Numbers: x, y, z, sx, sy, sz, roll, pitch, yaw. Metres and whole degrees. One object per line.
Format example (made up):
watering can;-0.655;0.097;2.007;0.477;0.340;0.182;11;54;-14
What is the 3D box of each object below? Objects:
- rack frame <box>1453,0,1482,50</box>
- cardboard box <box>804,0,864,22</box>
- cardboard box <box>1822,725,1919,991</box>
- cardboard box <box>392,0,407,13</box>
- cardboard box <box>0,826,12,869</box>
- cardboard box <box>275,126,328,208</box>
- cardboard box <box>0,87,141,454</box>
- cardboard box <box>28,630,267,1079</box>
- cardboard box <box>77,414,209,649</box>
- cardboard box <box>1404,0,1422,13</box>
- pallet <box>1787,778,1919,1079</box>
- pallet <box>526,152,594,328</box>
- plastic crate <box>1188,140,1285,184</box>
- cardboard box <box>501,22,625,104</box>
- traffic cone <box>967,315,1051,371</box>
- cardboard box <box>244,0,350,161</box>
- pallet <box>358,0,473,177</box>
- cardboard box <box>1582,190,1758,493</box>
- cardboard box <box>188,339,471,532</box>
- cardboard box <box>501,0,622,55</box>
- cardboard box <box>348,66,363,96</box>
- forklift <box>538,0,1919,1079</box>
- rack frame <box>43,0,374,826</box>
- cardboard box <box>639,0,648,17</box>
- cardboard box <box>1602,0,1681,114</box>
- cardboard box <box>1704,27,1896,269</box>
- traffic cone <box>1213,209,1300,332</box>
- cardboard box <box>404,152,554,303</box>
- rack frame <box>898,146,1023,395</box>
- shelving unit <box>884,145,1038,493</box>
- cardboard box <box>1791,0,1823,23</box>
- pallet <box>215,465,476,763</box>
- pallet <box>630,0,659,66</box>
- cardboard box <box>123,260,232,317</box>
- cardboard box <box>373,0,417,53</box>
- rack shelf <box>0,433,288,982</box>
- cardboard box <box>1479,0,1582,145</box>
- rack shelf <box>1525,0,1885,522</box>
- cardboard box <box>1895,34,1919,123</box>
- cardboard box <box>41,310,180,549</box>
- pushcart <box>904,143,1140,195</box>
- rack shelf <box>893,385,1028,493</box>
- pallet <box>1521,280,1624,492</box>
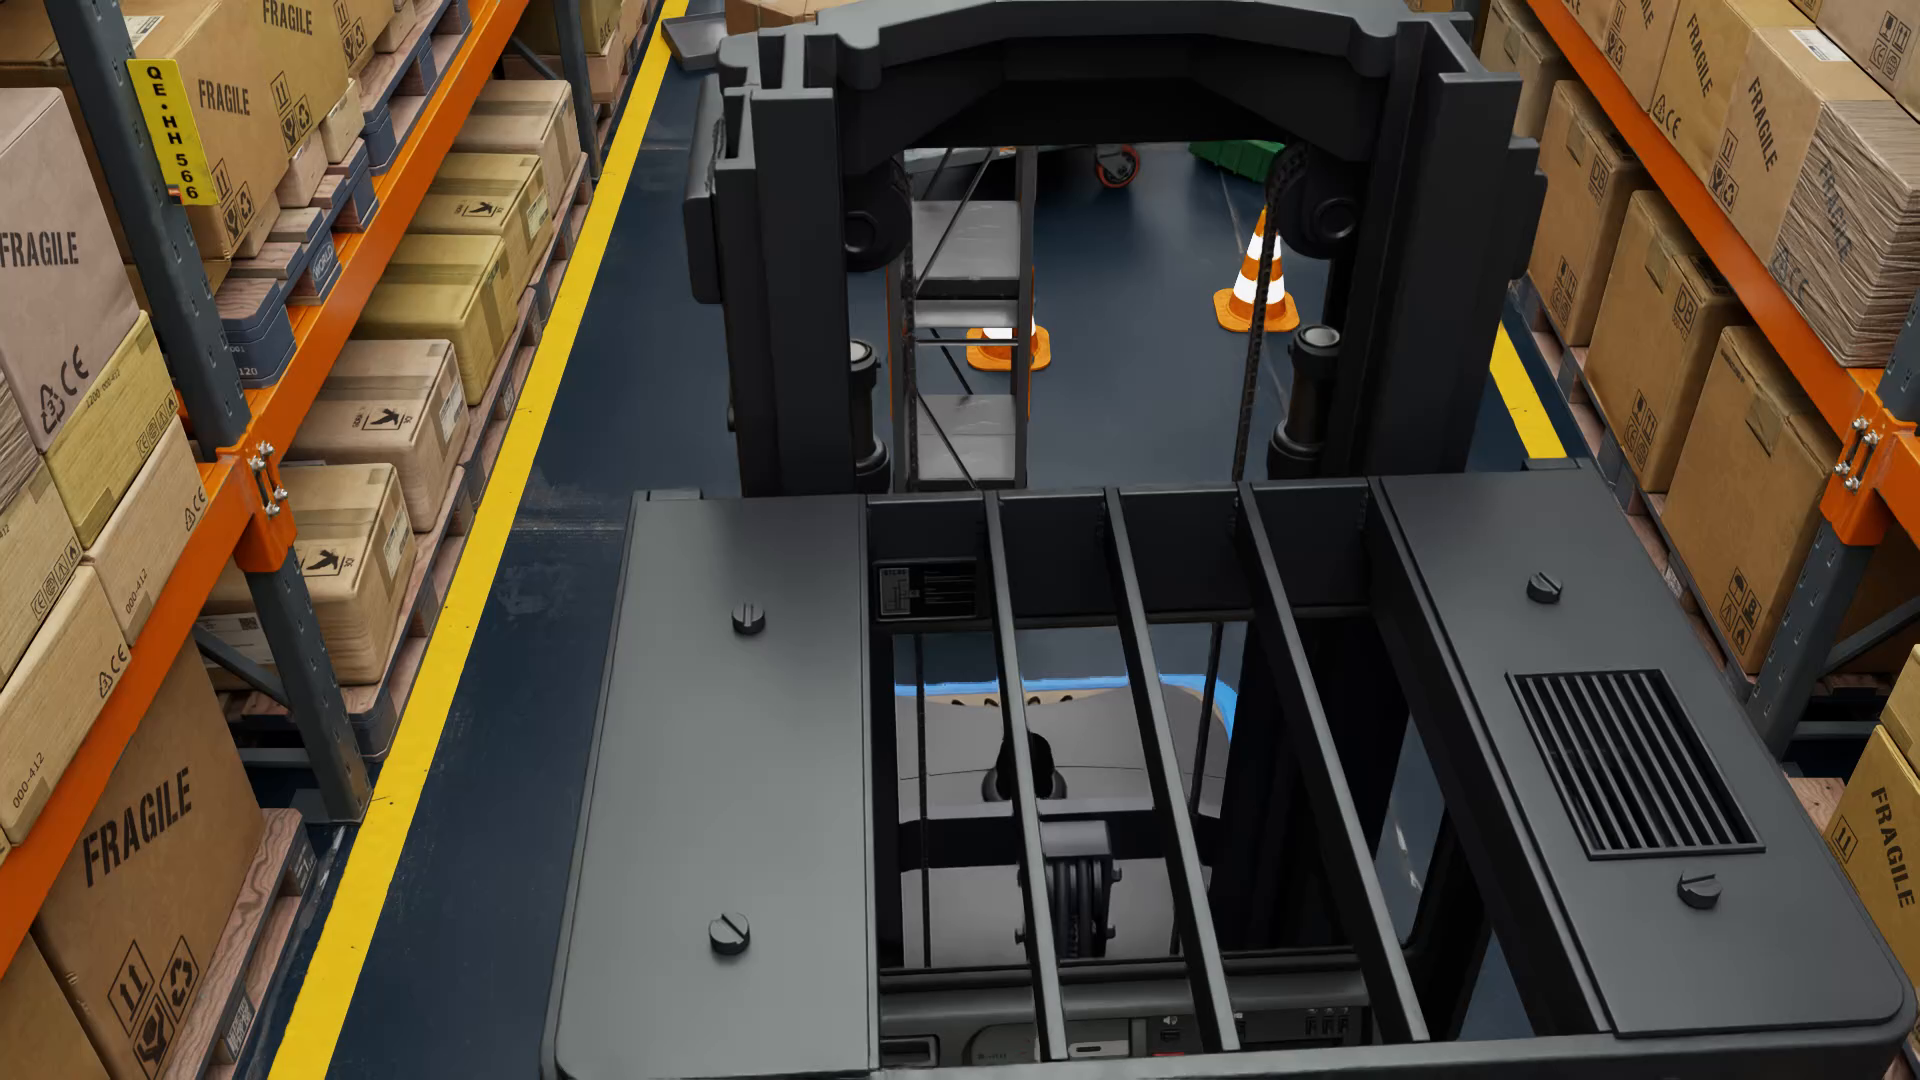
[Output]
rack frame;2.743;-2.965;7.051;1.000;3.000;0.127;0;39;0
cardboard box;-0.427;-2.238;7.537;0.500;0.500;0.500;0;39;0
cardboard box;2.493;0.791;4.028;0.500;0.500;0.500;-2;39;-2
cardboard box;-1.980;-1.968;5.153;0.500;0.500;0.500;-1;39;-2
cardboard box;-1.942;0.612;2.707;0.500;0.250;0.500;0;39;-1
cardboard box;-1.938;-1.014;4.481;0.380;0.149;0.250;-2;39;-3
cardboard box;-1.941;-0.503;3.099;0.500;0.500;0.500;-1;39;-1
cardboard box;-2.285;0.701;3.840;0.875;0.875;0.875;0;39;0
cardboard box;-1.942;-0.022;3.499;0.500;0.250;0.500;-1;39;-2
cardboard box;2.807;-3.256;8.778;0.875;0.875;0.875;0;39;0
pallet;2.747;1.114;4.192;1.003;0.211;1.213;0;39;0
pallet;-2.205;-1.323;7.232;1.003;0.211;1.213;0;39;0
plastic crate;1.432;-1.998;8.047;0.450;0.188;0.662;27;45;16
cardboard box;-1.938;-2.358;8.157;0.500;0.250;0.500;-2;39;-2
traffic cone;0.194;-0.953;6.569;0.336;0.463;0.334;0;39;0
cardboard box;-1.979;-1.323;4.349;0.500;0.500;0.500;2;39;2
pallet;-2.246;-1.560;5.451;1.003;0.211;1.213;0;39;0
cardboard box;2.832;-0.677;5.659;1.050;0.750;0.750;1;39;1
cardboard box;-2.202;-0.350;5.553;0.950;0.372;0.625;-1;39;-1
cardboard box;-1.938;-2.651;7.922;0.500;0.500;0.500;2;39;2
cardboard box;-1.996;-1.336;4.884;0.380;0.149;0.250;2;39;3
forklift;0.194;0.917;2.262;1.130;2.935;3.031;-2;39;-3
rack frame;-2.203;-0.397;3.846;1.000;3.000;0.127;0;39;0
cardboard box;-1.953;-3.024;8.987;0.500;0.250;0.500;-1;39;-1
cardboard box;2.474;-1.729;5.429;0.500;0.500;0.500;1;39;1
cardboard box;2.479;-1.096;4.639;0.500;0.500;0.500;0;39;0
traffic cone;1.234;-1.135;6.796;0.336;0.463;0.334;0;39;0
cardboard box;-2.200;-1.259;6.688;0.950;0.372;0.625;2;39;3
rack frame;0.000;-0.868;5.155;0.400;2.100;0.015;0;39;0
shelving unit;0.000;-0.716;4.964;0.431;2.100;0.503;0;39;0
cardboard box;2.752;-1.810;4.731;0.700;0.500;0.500;-1;39;-1
pallet;-2.202;0.203;5.328;1.003;0.211;1.213;0;39;0
pallet;-2.248;-2.995;9.318;1.003;0.211;1.213;0;39;0
cardboard box;-2.017;-0.666;4.047;0.380;0.149;0.250;-2;39;-3
cardboard box;-1.971;-1.676;5.308;0.380;0.149;0.250;1;39;1
rack shelf;-2.200;1.135;2.510;1.077;0.370;4.000;0;39;0
cardboard box;2.833;-1.863;7.139;1.050;0.750;0.750;0;39;0
rack shelf;2.745;-1.433;5.715;1.077;0.370;4.000;0;39;0
cardboard box;2.757;-1.173;3.936;0.700;0.500;0.500;0;39;0
cardboard box;-1.948;-0.230;3.359;0.500;0.250;0.500;0;39;0
pushcart;0.073;-1.908;7.829;1.648;0.377;0.936;-13;40;-16
rack shelf;0.000;-0.159;5.410;0.431;0.518;0.480;0;39;0
pallet;2.823;-0.629;6.366;1.003;0.211;1.213;0;39;0
